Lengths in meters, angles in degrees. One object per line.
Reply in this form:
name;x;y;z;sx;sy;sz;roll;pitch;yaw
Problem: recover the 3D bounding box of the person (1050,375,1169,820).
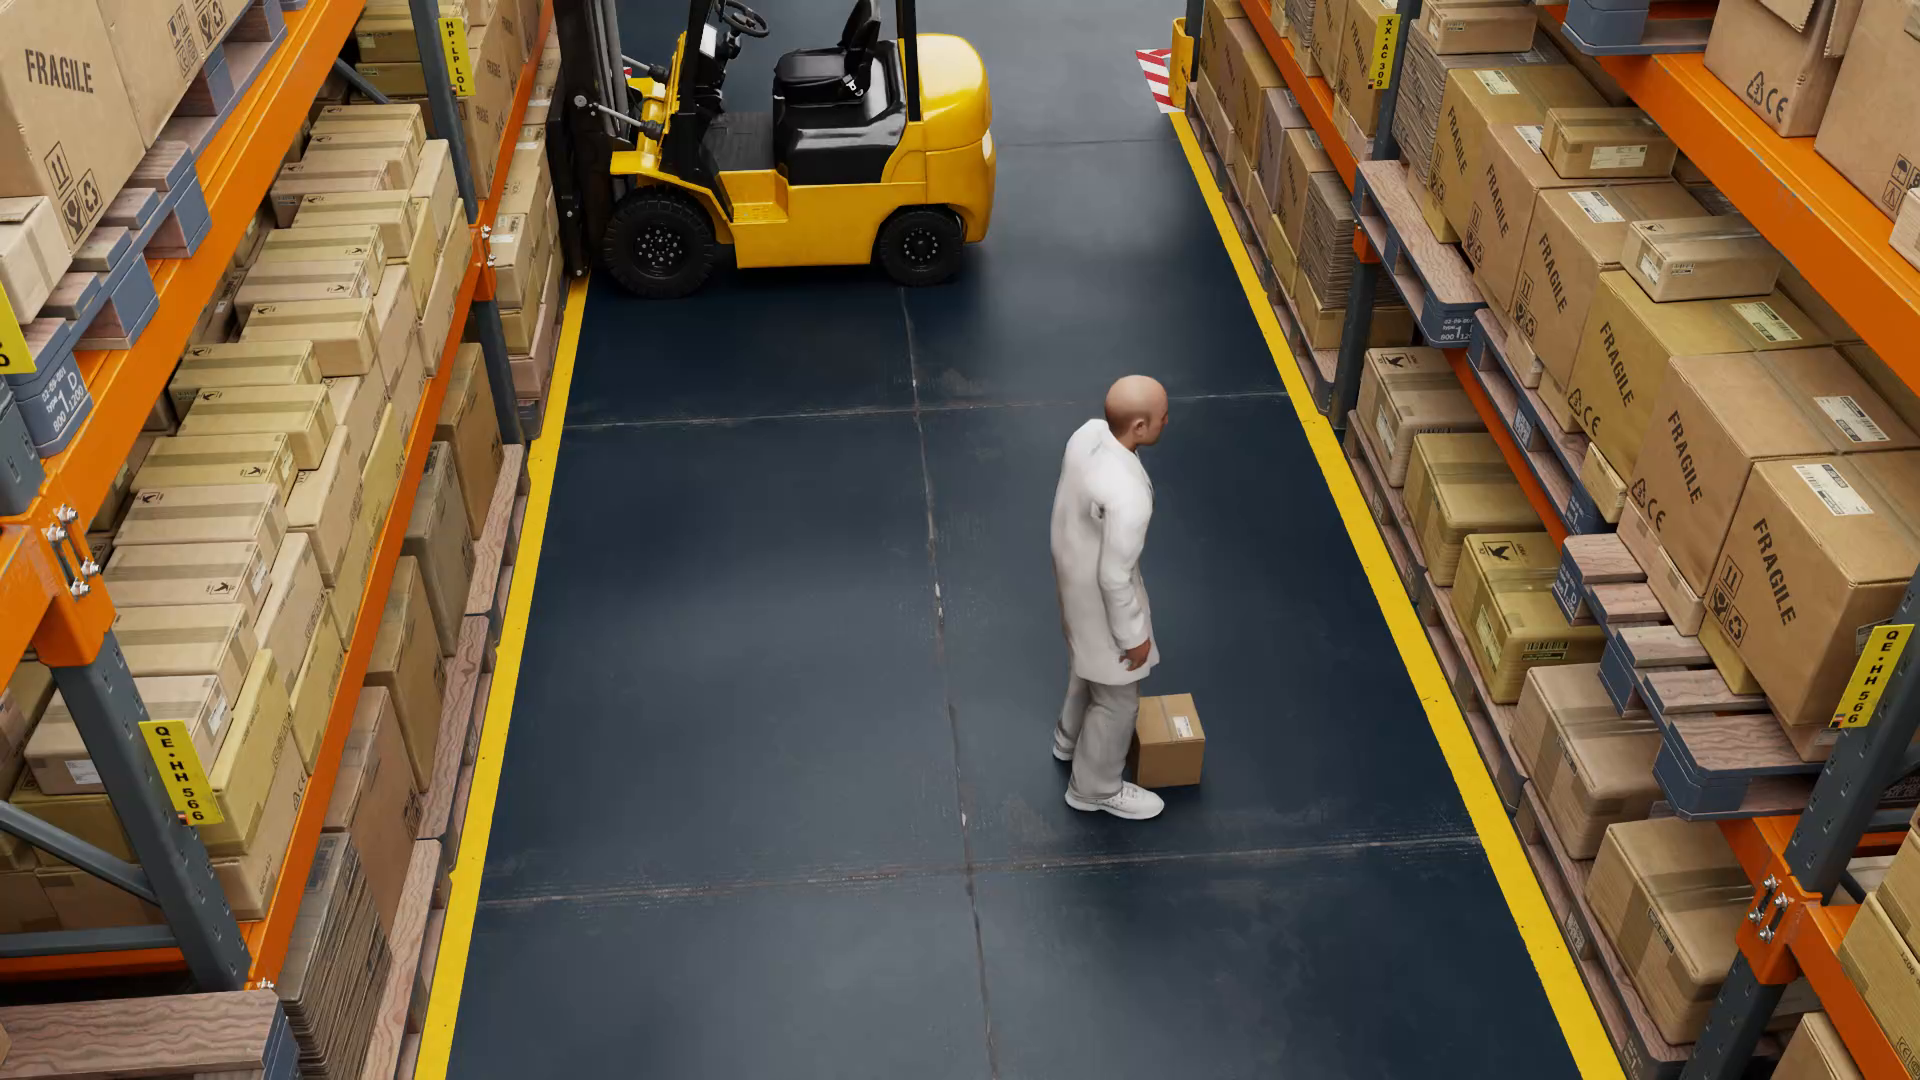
person;0.536;0.187;5.932;0.422;1.773;0.652;-5;39;-7
